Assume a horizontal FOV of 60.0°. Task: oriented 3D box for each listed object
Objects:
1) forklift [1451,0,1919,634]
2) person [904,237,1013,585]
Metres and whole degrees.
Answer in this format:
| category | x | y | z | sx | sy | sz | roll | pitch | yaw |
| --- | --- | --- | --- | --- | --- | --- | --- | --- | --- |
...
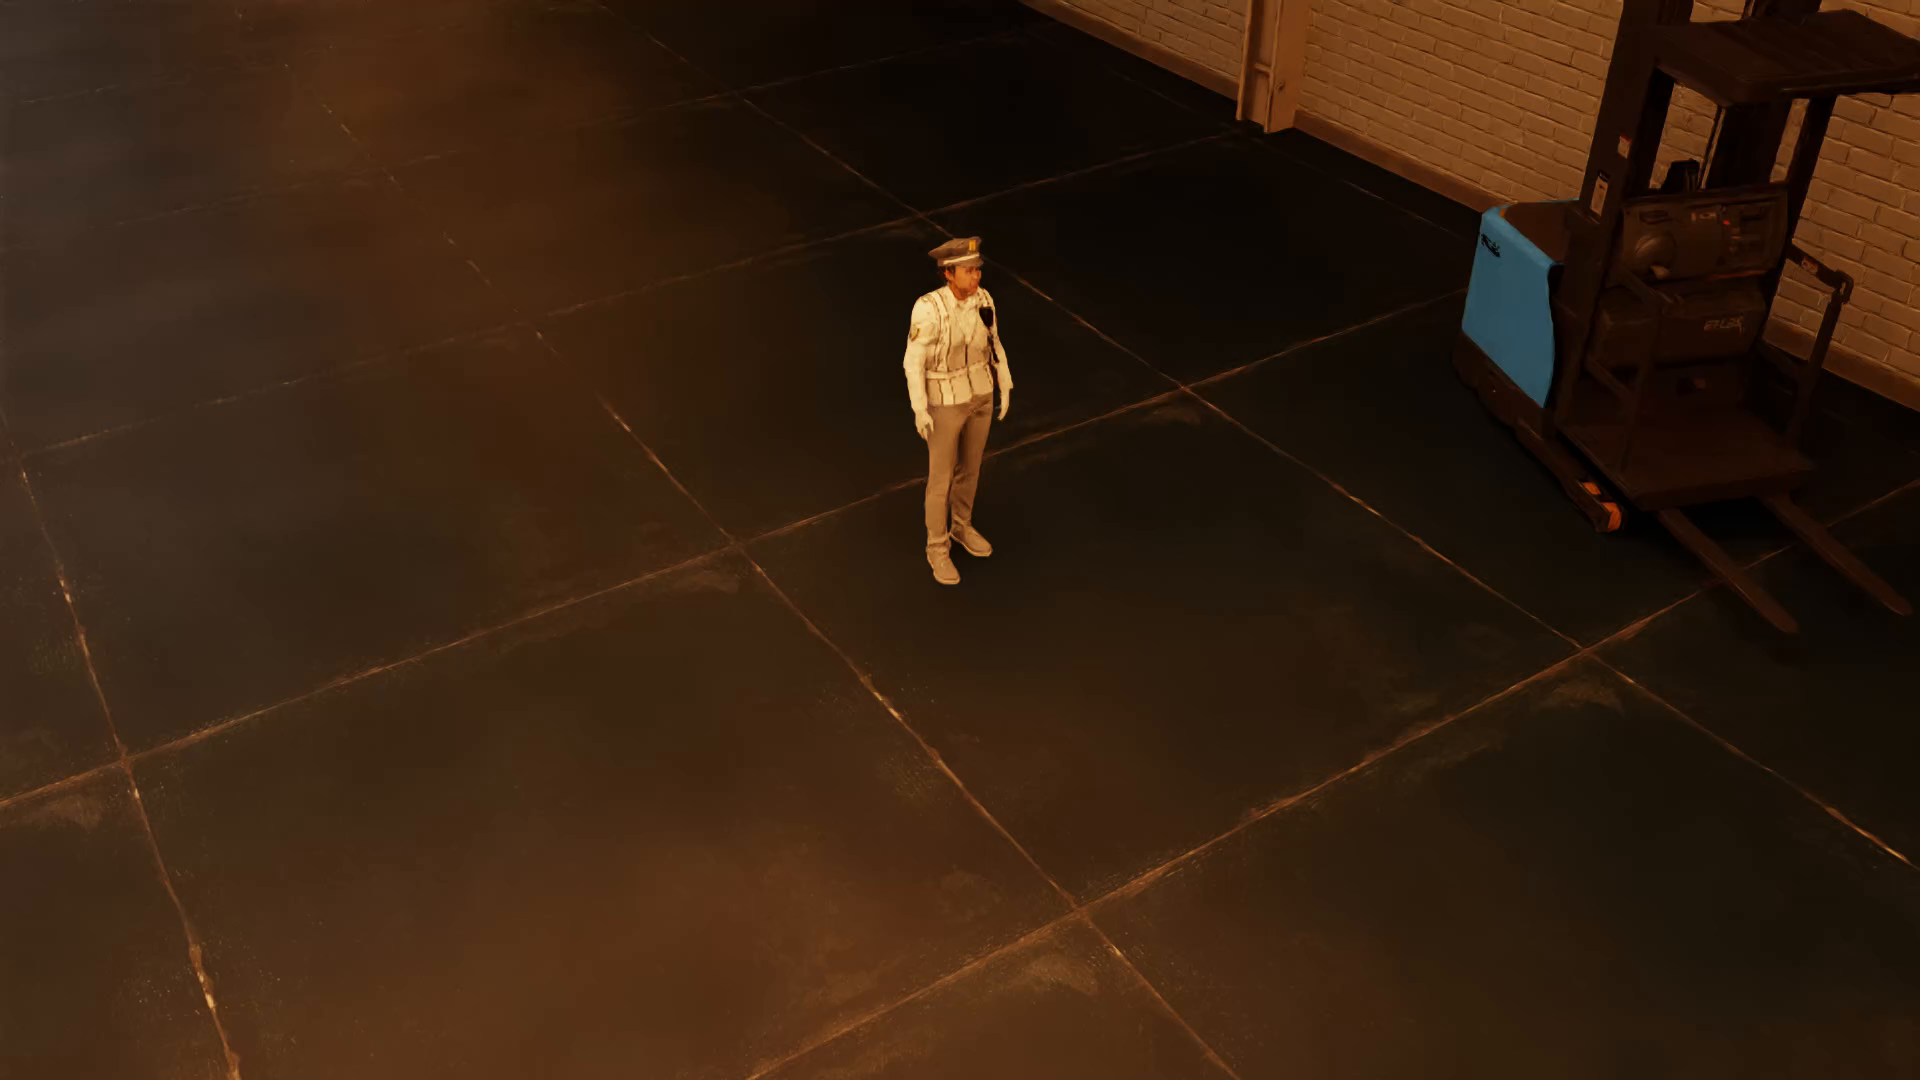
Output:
| category | x | y | z | sx | sy | sz | roll | pitch | yaw |
| --- | --- | --- | --- | --- | --- | --- | --- | --- | --- |
| forklift | 3.818 | -1.477 | 8.250 | 1.130 | 2.935 | 3.031 | -8 | 36 | -11 |
| person | 0.031 | -0.664 | 8.156 | 0.586 | 1.695 | 0.533 | -21 | 40 | -27 |
